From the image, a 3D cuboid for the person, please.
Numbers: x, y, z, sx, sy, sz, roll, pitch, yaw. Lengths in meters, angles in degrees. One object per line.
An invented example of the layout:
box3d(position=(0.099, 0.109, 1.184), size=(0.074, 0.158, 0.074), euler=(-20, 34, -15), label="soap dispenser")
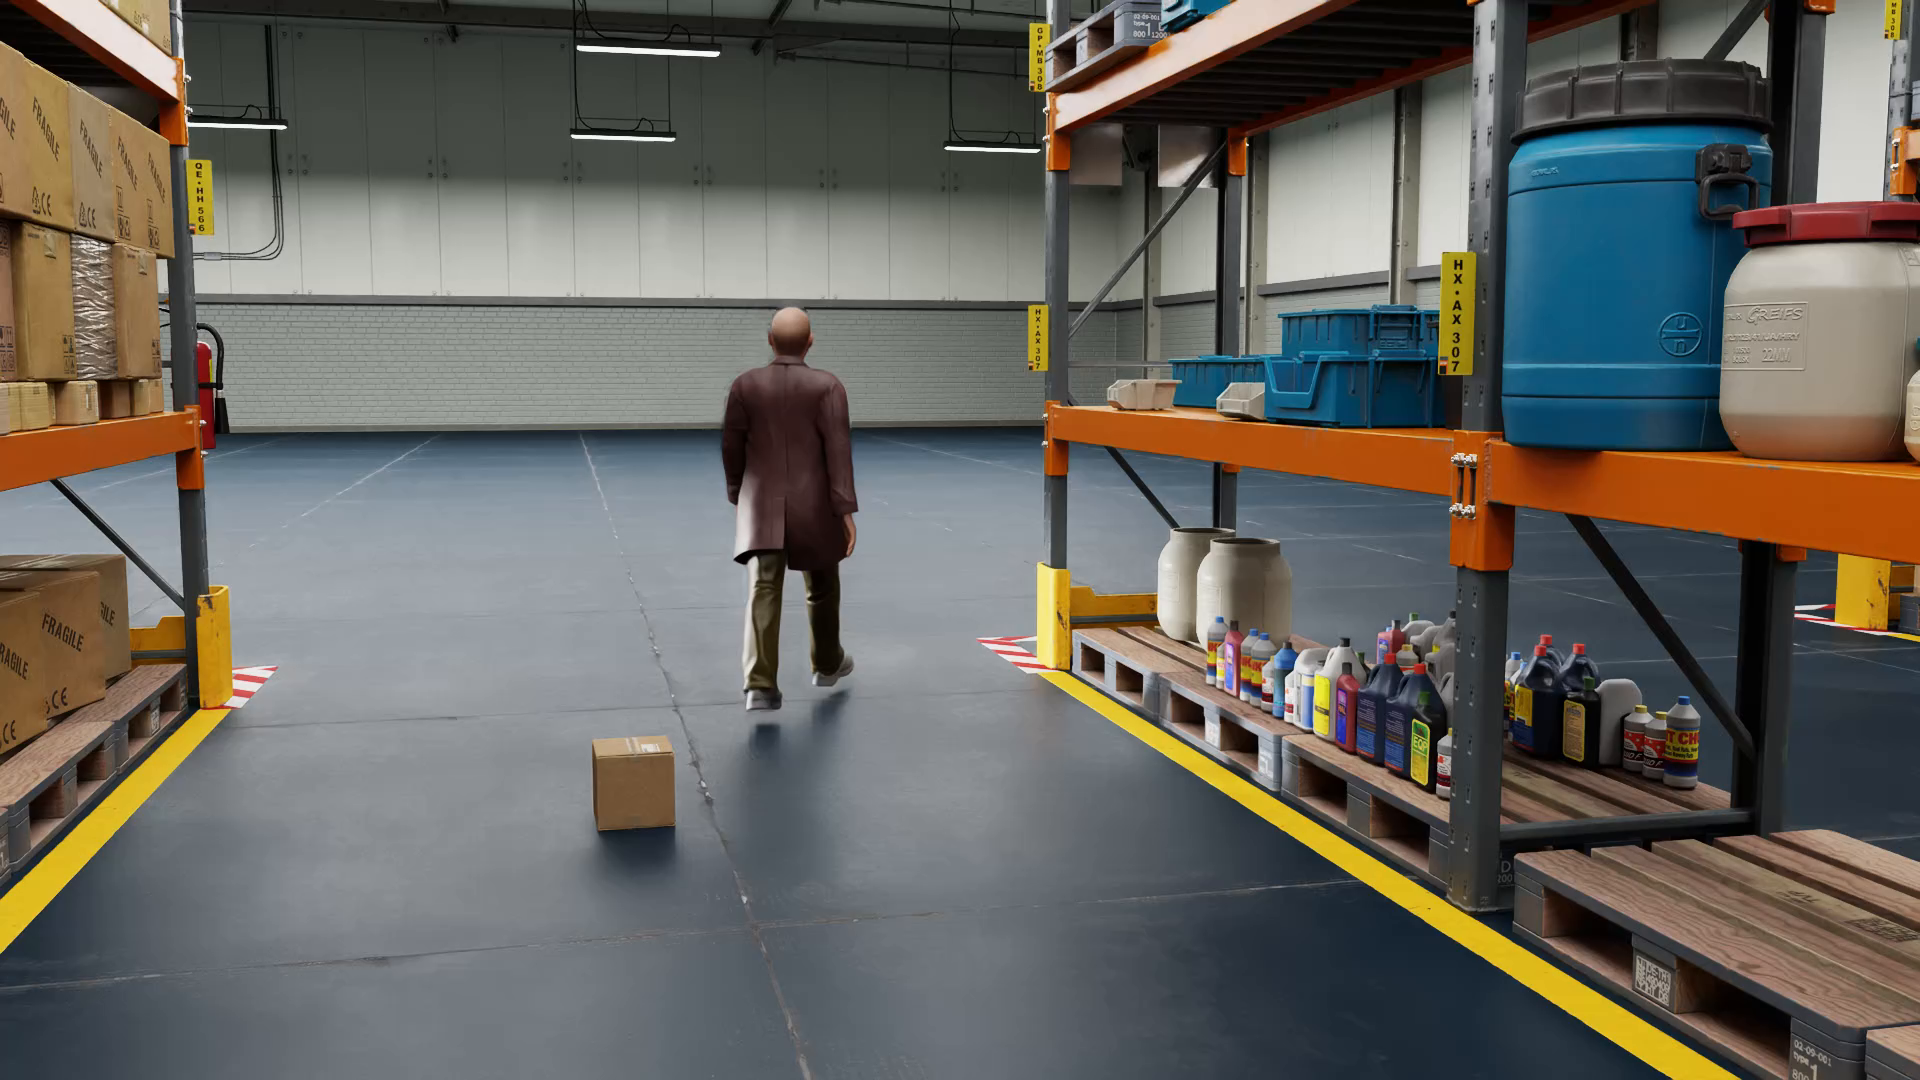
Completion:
box3d(position=(-0.734, -0.155, 7.292), size=(0.613, 1.712, 1.148), euler=(0, 6, 1), label="person")
